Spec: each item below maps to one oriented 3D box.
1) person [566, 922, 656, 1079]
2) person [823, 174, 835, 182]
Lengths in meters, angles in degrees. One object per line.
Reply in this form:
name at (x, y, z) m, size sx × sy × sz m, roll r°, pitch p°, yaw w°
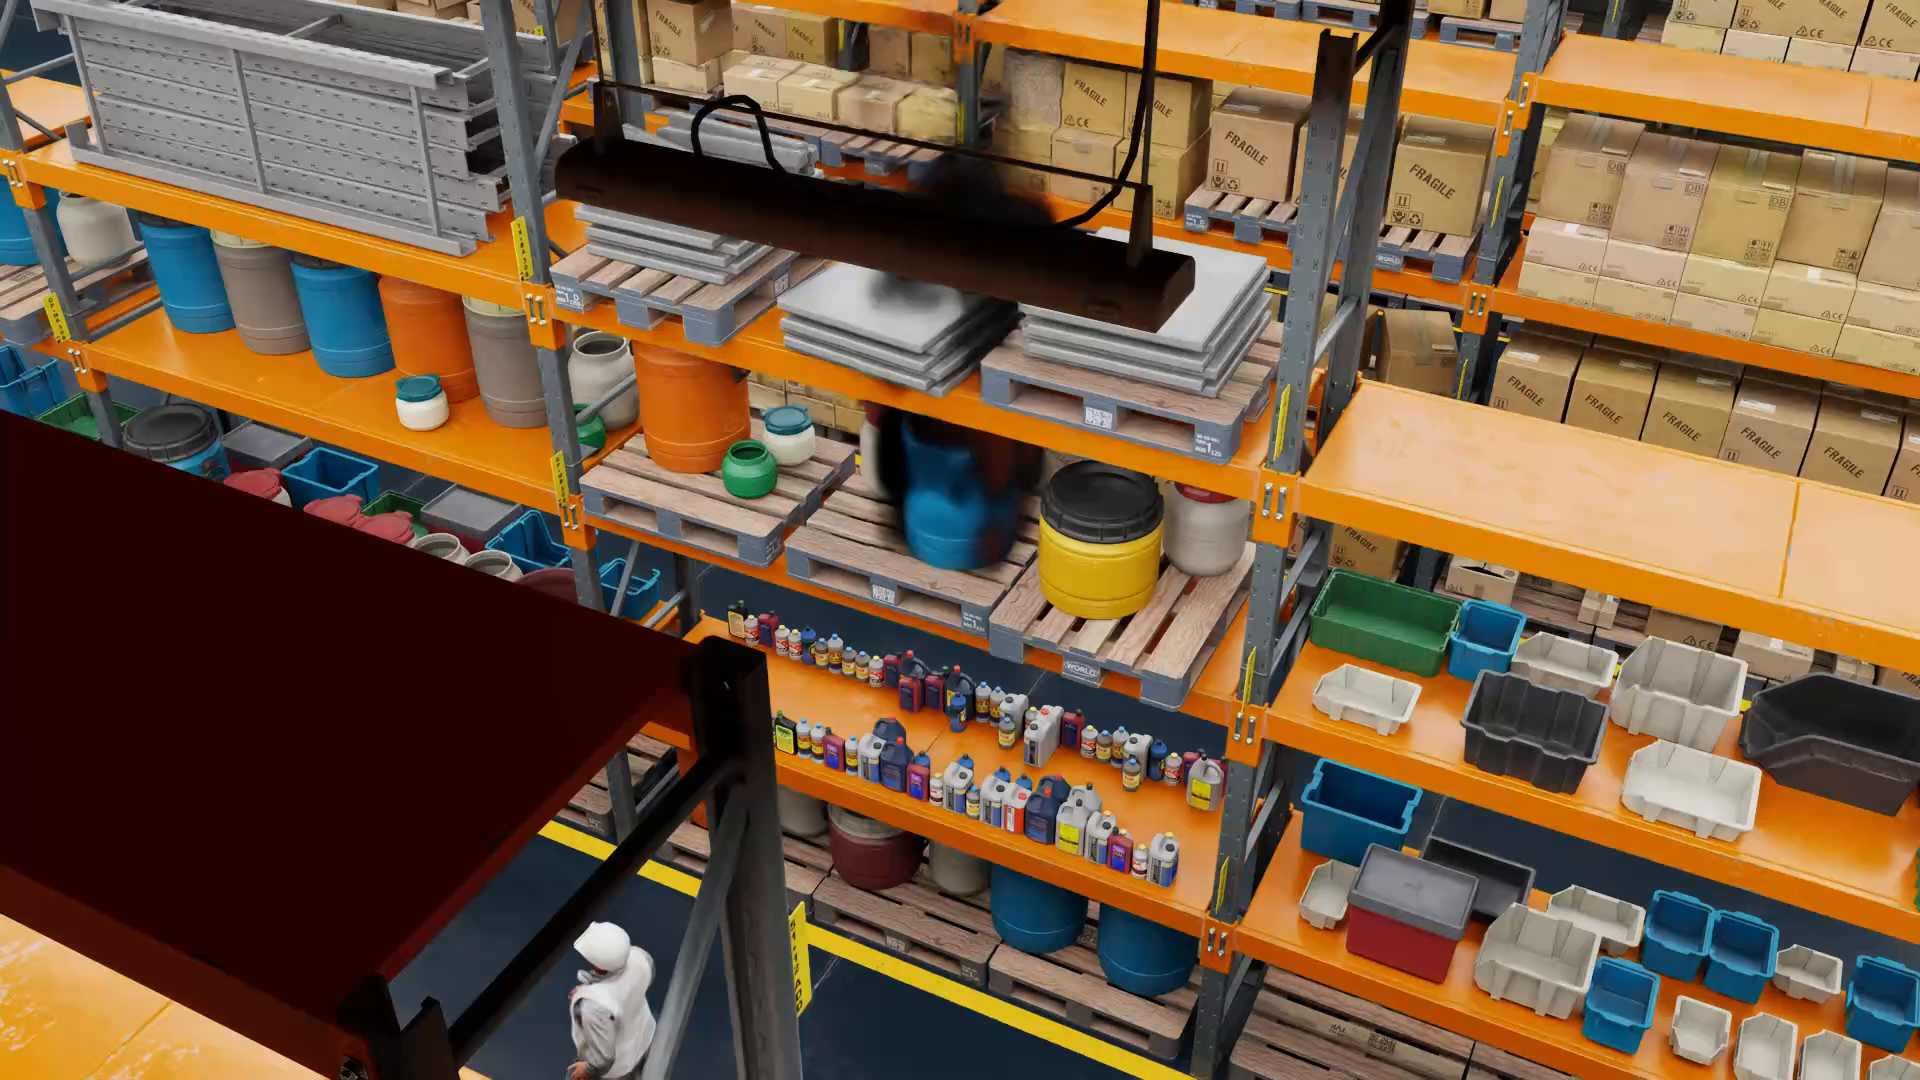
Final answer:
person at (-1.831, 2.606, 8.654) m, size 0.569 × 1.731 × 0.653 m, roll 16°, pitch 38°, yaw 21°
person at (-1.379, -3.593, 17.602) m, size 0.619 × 1.596 × 0.574 m, roll 3°, pitch 35°, yaw 4°
